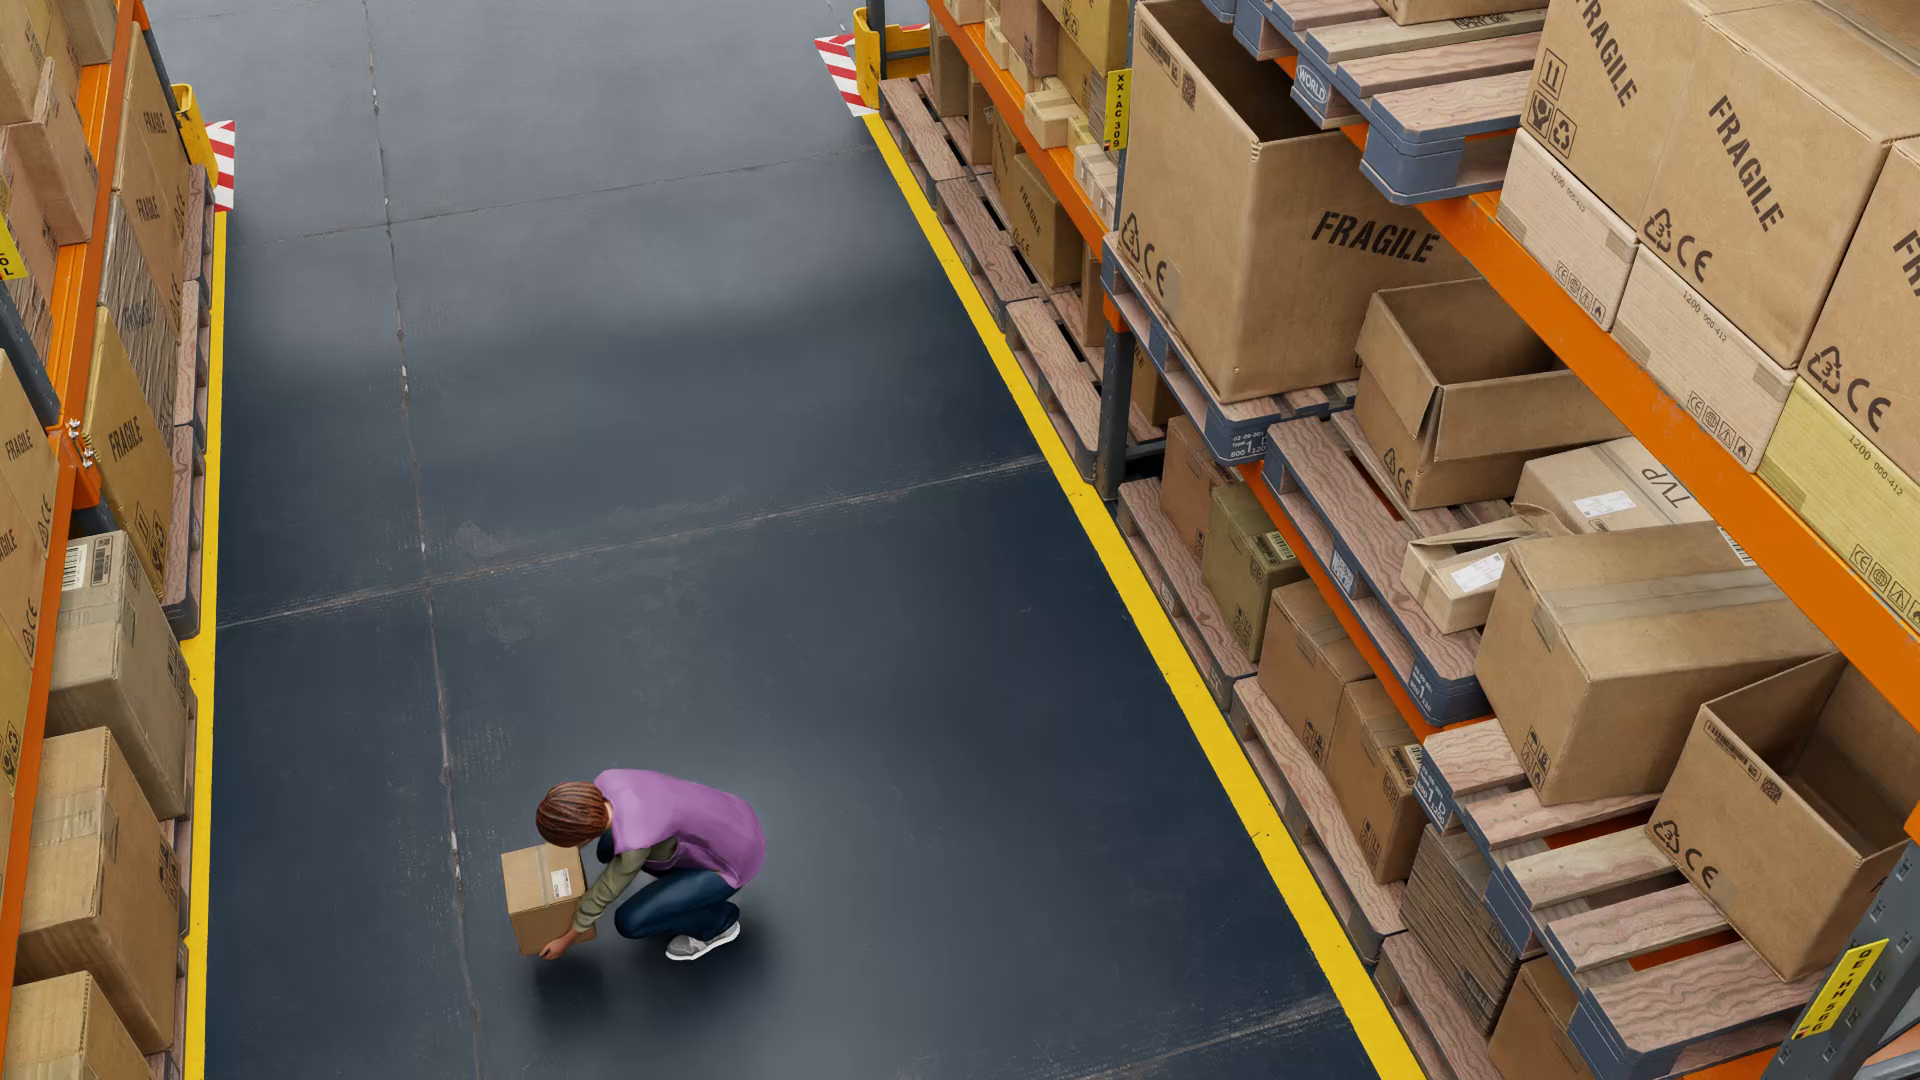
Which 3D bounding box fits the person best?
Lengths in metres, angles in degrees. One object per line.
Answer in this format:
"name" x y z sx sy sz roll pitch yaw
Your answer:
"person" -1.057 1.042 5.568 0.809 0.896 0.447 -12 44 -13
